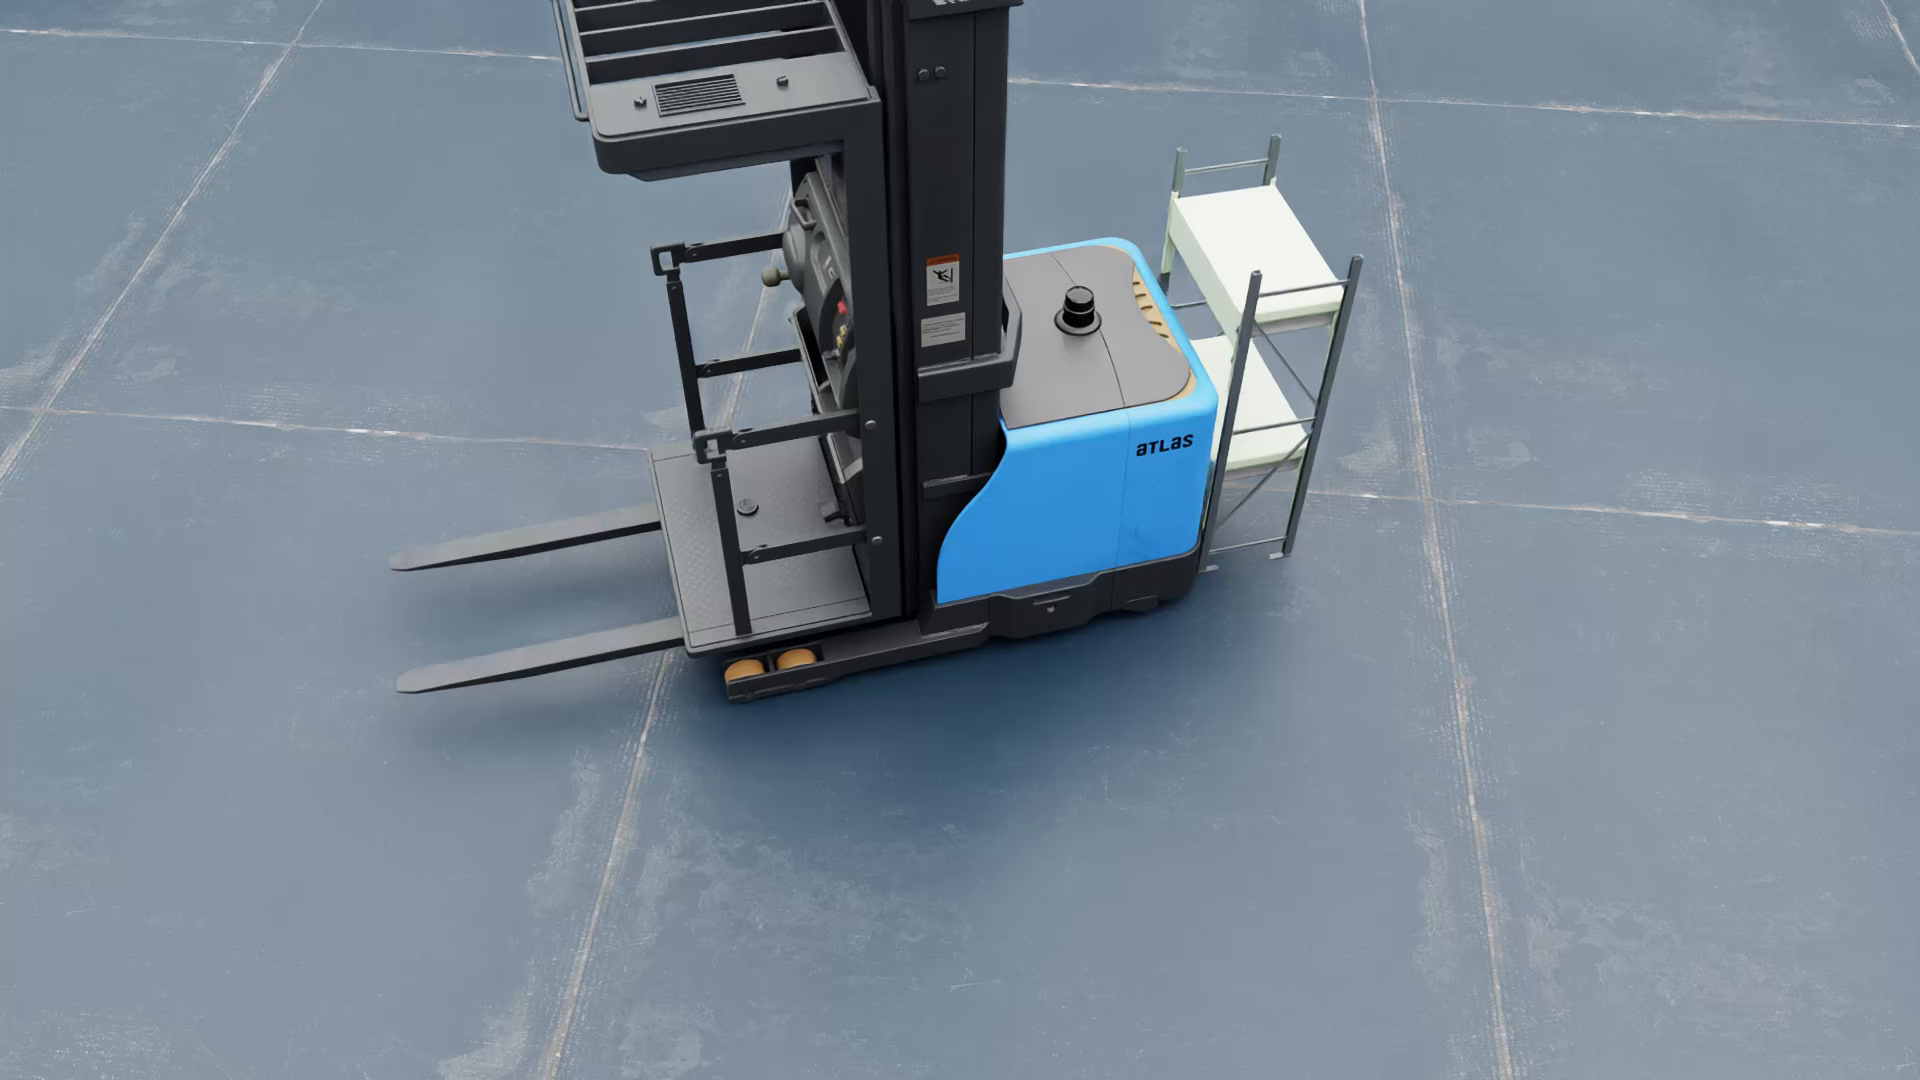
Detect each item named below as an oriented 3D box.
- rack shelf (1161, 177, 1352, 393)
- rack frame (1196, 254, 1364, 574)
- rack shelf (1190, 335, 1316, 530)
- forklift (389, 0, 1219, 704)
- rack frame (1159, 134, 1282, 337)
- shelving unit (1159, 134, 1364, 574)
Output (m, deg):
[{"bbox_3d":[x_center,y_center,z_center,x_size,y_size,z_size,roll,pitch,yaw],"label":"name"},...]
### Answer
[{"bbox_3d":[1.069,-0.943,6.087,0.431,0.370,0.720,-10,48,-11],"label":"rack shelf"},{"bbox_3d":[1.154,-0.417,6.135,0.400,1.500,0.023,-10,48,-11],"label":"rack frame"},{"bbox_3d":[1.055,-0.457,6.613,0.431,0.370,0.720,-10,48,-11],"label":"rack shelf"},{"bbox_3d":[-0.652,-0.821,5.540,3.031,2.935,1.130,-11,49,-10],"label":"forklift"},{"bbox_3d":[0.968,-0.940,6.613,0.400,1.500,0.023,-10,48,-11],"label":"rack frame"},{"bbox_3d":[1.061,-0.678,6.374,0.431,1.500,0.755,-10,48,-11],"label":"shelving unit"}]
